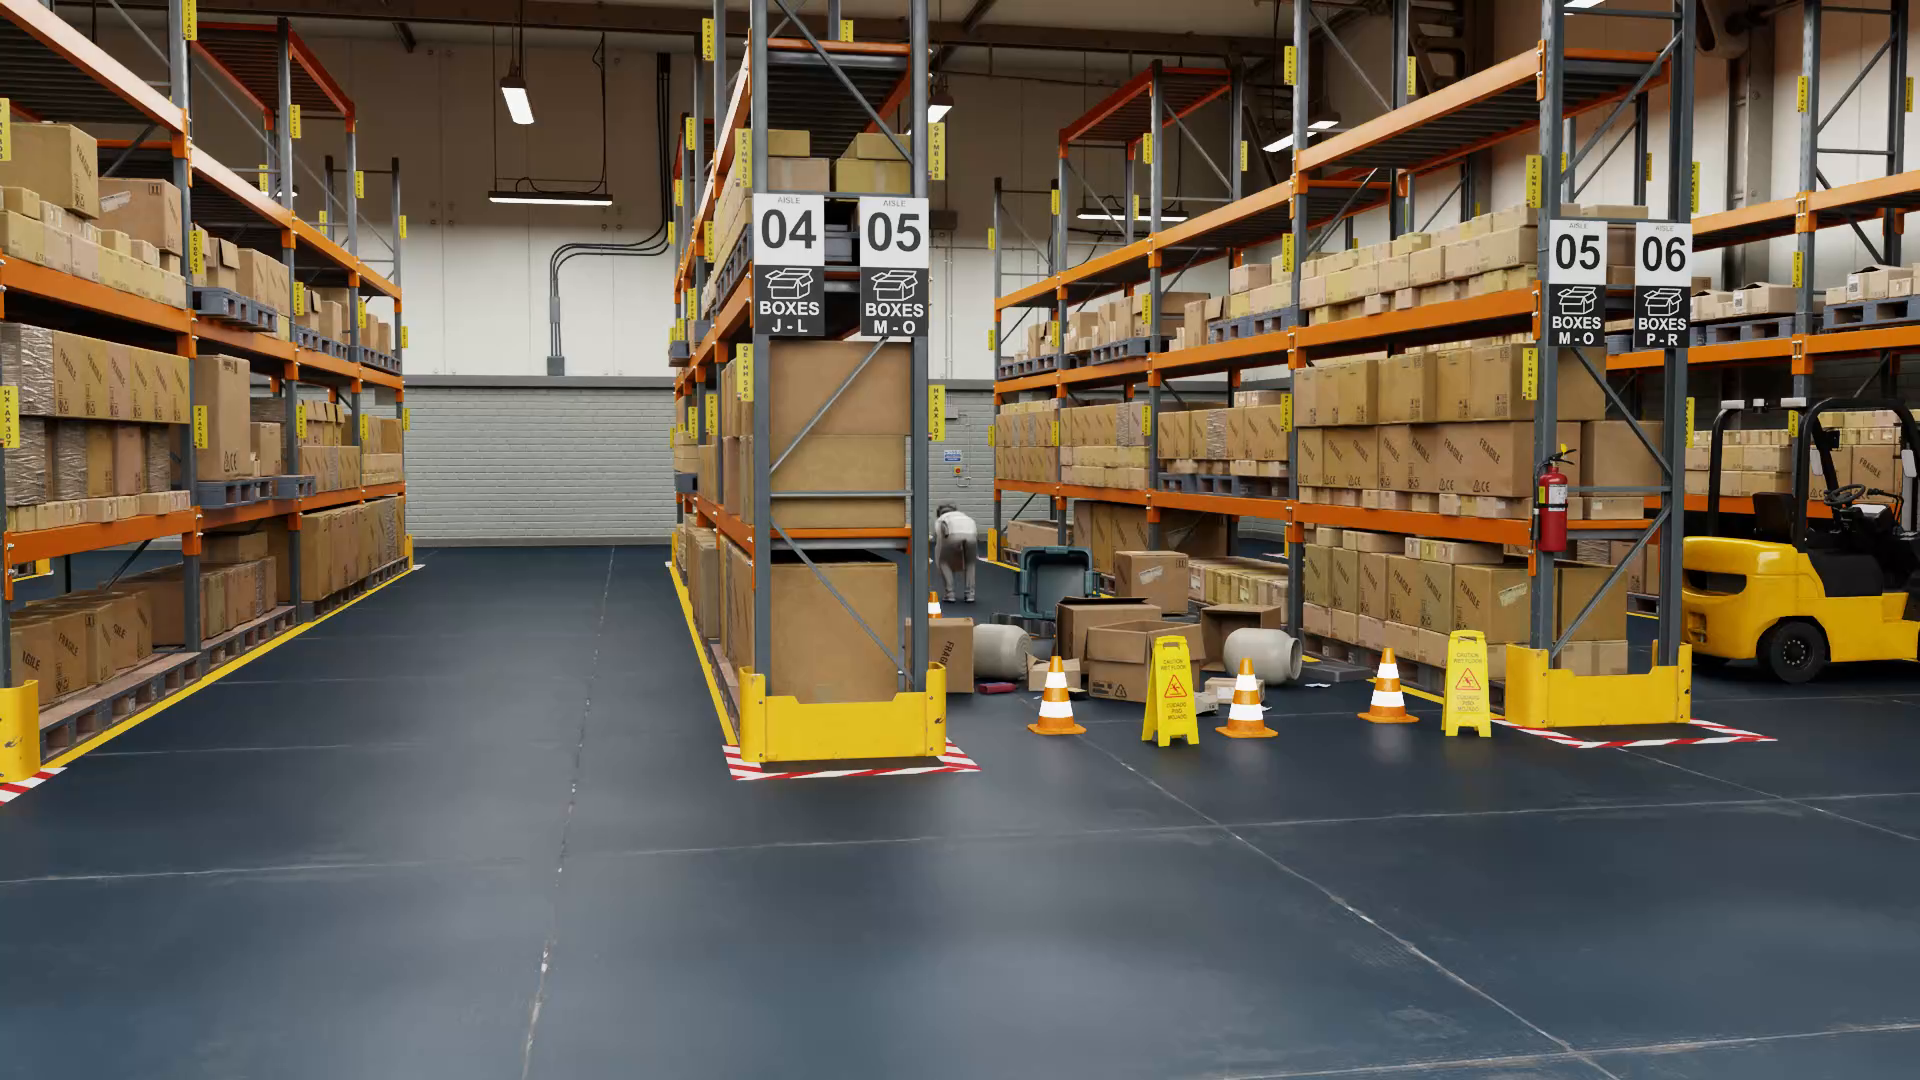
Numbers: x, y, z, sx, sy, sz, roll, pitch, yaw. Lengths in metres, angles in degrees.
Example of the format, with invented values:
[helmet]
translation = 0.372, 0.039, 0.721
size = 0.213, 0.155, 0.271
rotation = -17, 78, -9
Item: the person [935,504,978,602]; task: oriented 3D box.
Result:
[person]
translation = -0.056, 0.146, 19.418
size = 0.439, 1.128, 0.916
rotation = -1, 3, -14
